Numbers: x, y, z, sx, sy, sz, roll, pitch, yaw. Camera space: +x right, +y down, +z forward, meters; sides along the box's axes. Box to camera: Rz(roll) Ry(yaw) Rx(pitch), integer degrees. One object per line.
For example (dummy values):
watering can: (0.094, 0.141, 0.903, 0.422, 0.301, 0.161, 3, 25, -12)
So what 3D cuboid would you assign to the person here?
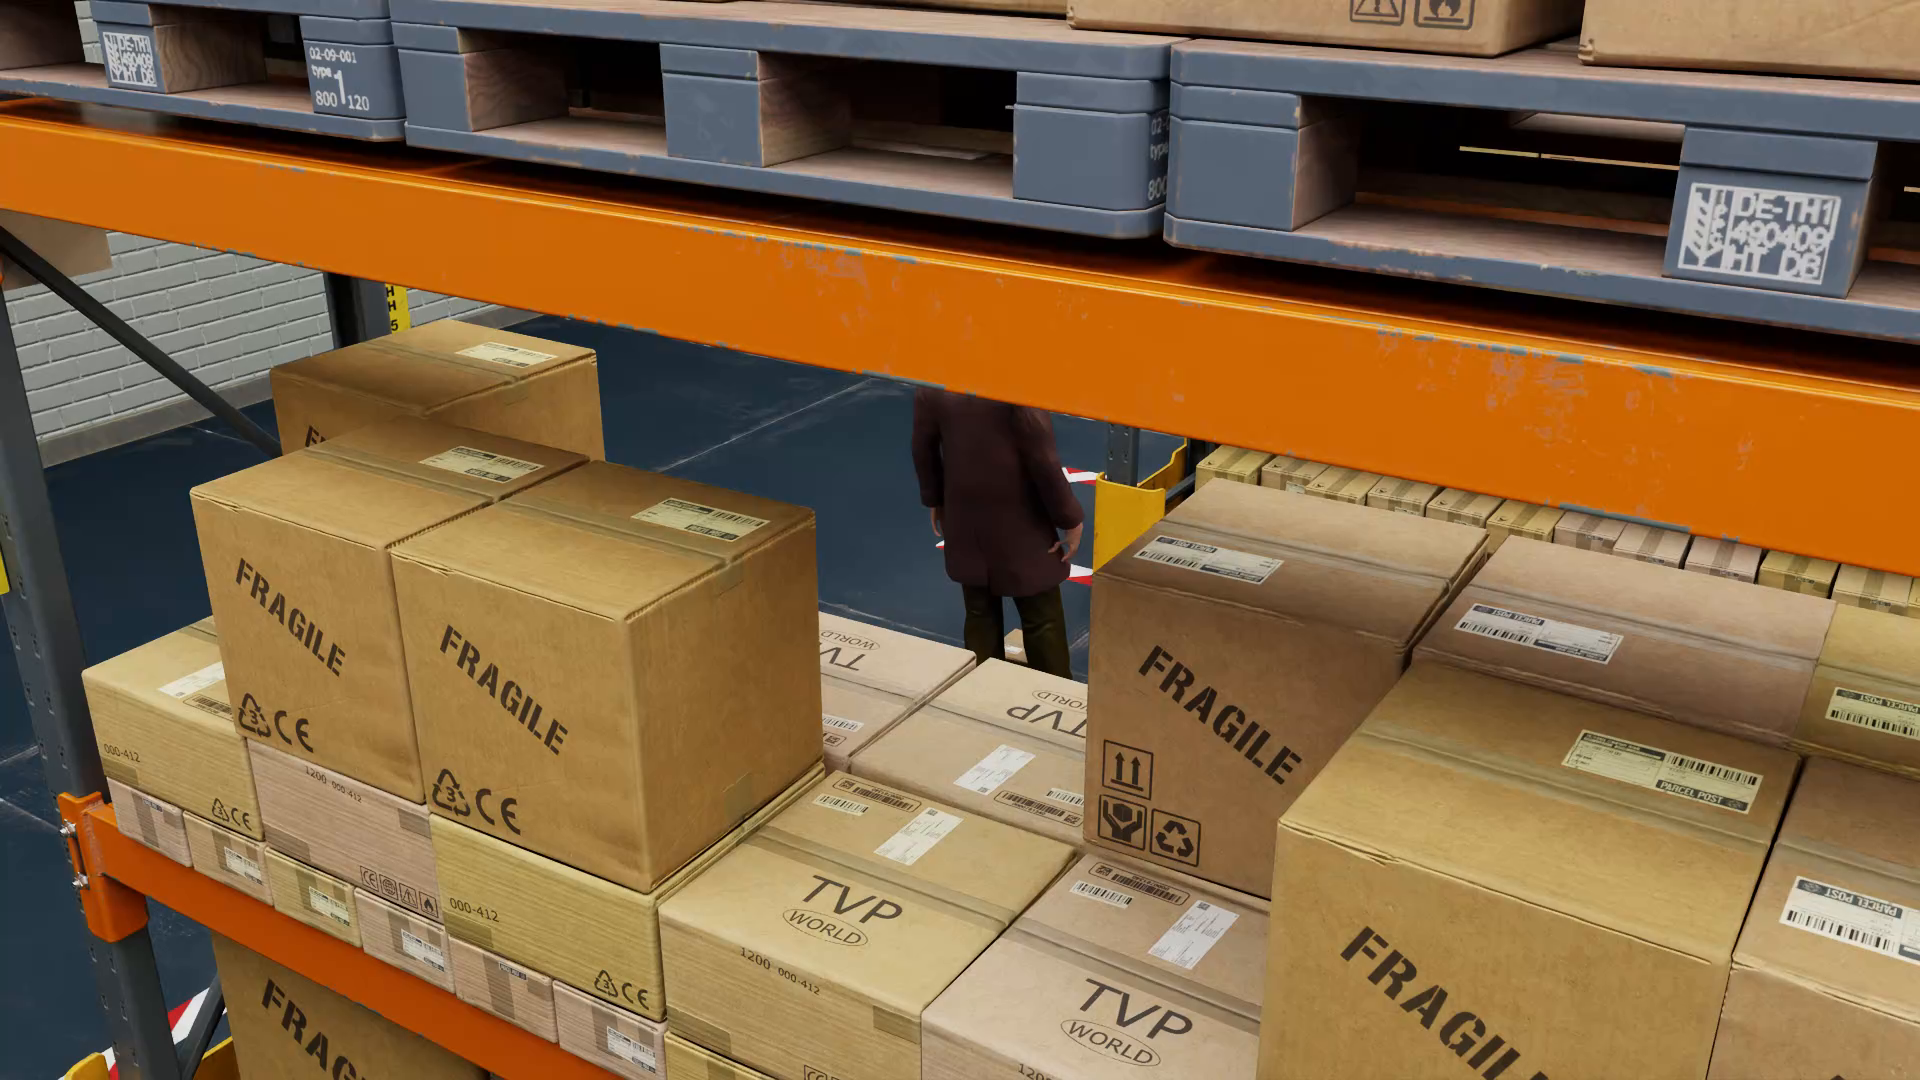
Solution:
person: (0.190, -0.096, 6.321, 0.698, 1.779, 0.579, 14, 26, 29)
